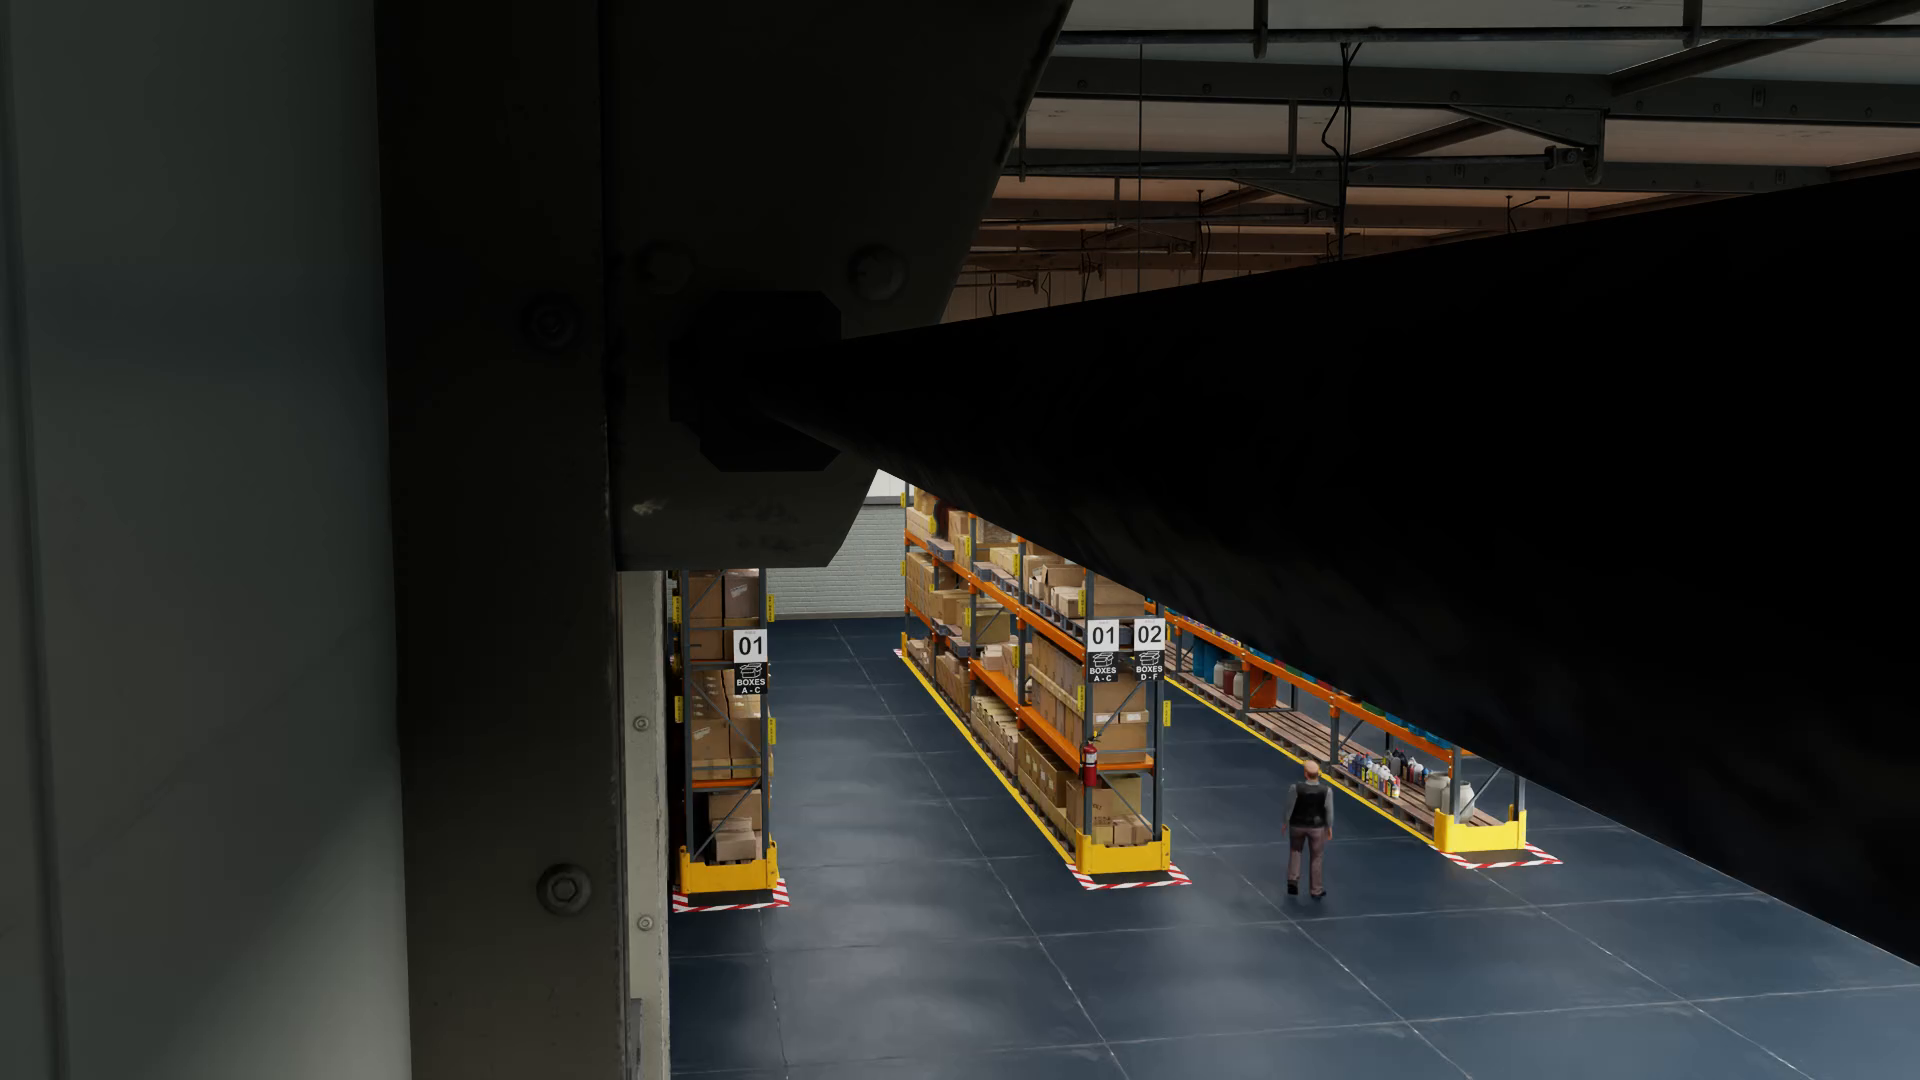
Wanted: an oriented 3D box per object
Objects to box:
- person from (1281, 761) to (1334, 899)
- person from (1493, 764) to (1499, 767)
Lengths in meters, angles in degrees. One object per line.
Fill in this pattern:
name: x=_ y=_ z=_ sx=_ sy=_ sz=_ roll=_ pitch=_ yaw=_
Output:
person: x=4.149 y=3.440 z=19.834 sx=0.615 sy=1.702 sz=0.563 roll=3 pitch=7 yaw=25
person: x=8.717 y=2.713 z=26.301 sx=0.386 sy=1.813 sz=0.699 roll=-3 pitch=7 yaw=-25
